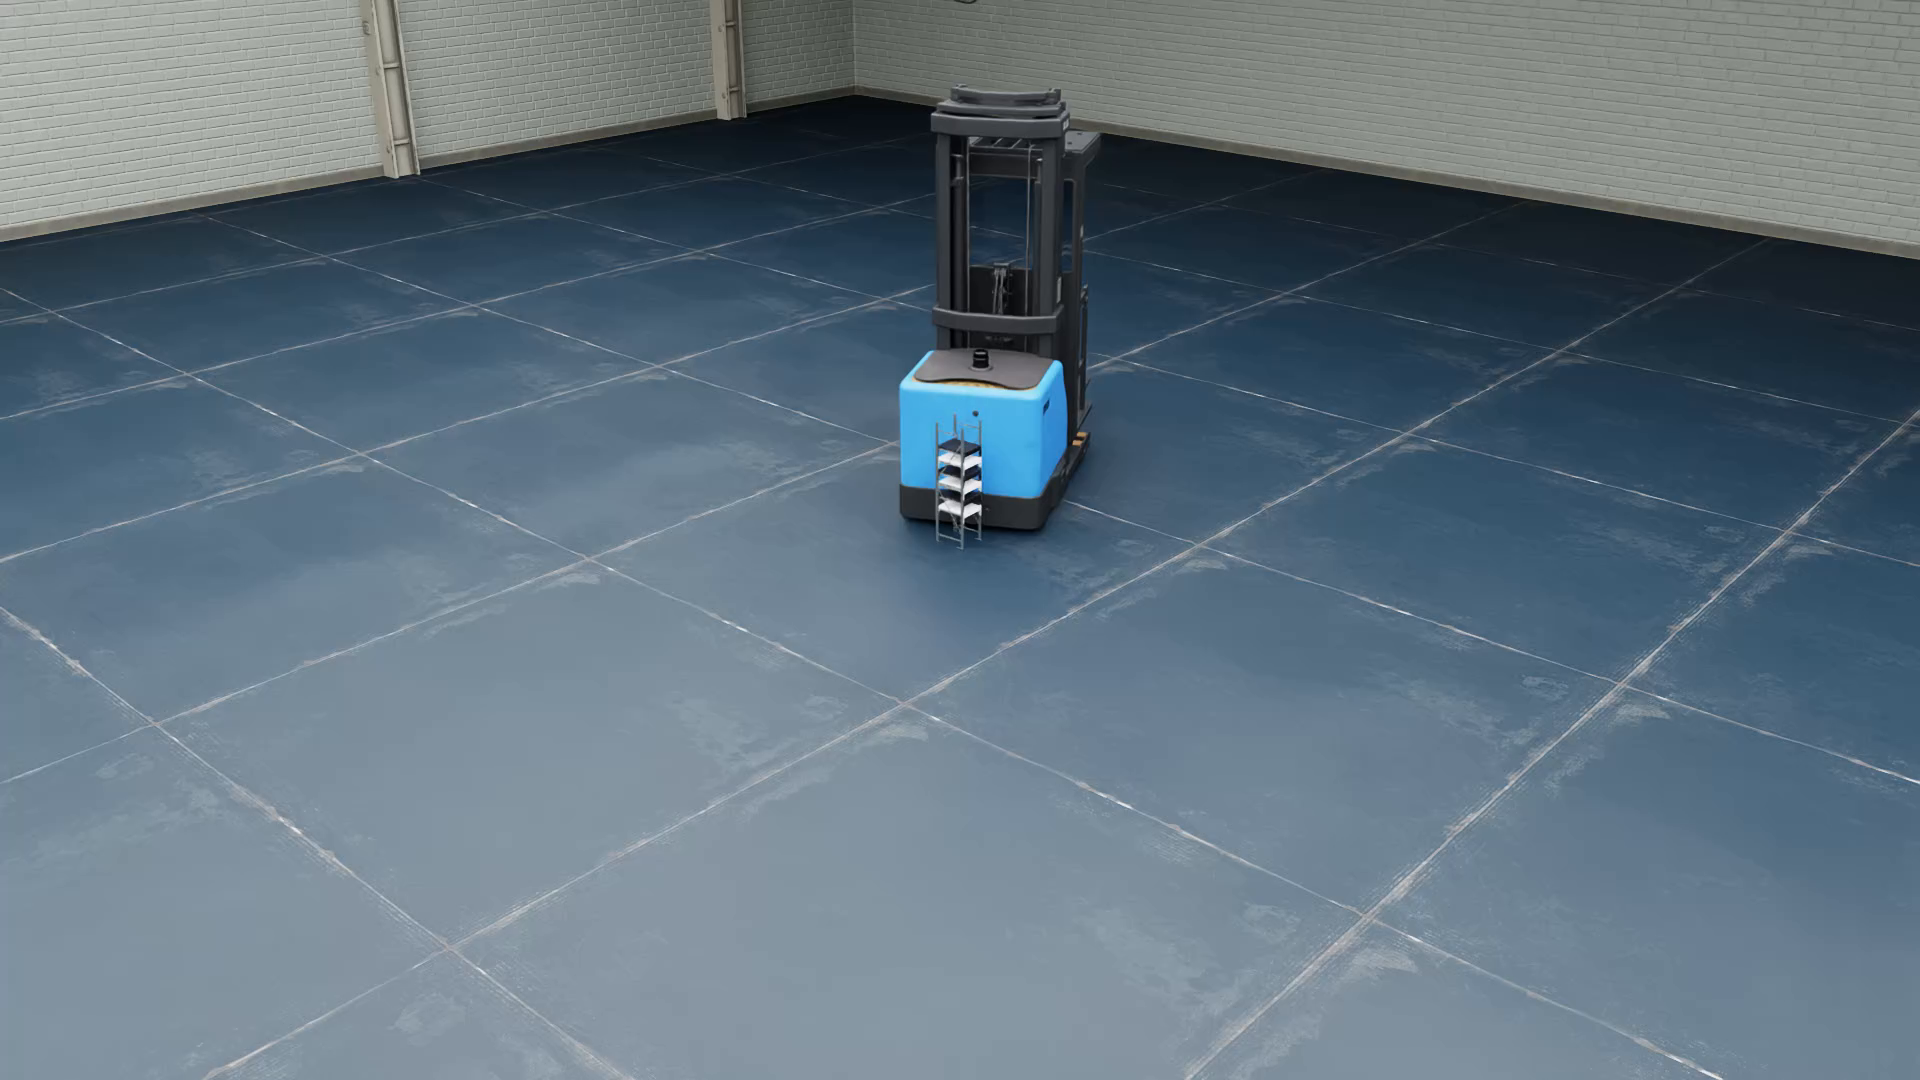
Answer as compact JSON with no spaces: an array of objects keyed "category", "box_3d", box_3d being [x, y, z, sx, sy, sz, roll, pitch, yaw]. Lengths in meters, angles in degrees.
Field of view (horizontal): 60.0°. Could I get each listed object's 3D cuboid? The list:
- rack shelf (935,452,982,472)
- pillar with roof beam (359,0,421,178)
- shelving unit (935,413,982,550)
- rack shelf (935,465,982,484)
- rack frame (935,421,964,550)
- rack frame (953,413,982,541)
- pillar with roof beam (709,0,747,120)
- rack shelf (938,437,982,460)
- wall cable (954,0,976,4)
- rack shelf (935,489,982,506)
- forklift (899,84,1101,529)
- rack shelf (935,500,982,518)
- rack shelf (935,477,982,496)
[{"category":"rack shelf","box_3d":[-0.010,-0.537,11.488,0.258,0.077,0.200,17,29,33]},{"category":"pillar with roof beam","box_3d":[-4.523,-7.992,18.576,9.100,9.000,0.400,20,31,38]},{"category":"shelving unit","box_3d":[-0.010,-0.403,11.549,0.258,0.900,0.210,17,29,33]},{"category":"rack shelf","box_3d":[-0.010,-0.455,11.525,0.258,0.077,0.200,17,29,33]},{"category":"rack frame","box_3d":[-0.072,-0.370,11.475,0.240,0.900,0.006,17,29,33]},{"category":"rack frame","box_3d":[0.051,-0.436,11.622,0.240,0.900,0.006,17,29,33]},{"category":"pillar with roof beam","box_3d":[-0.518,-9.820,22.653,9.100,9.000,0.400,20,31,38]},{"category":"rack shelf","box_3d":[-0.010,-0.619,11.451,0.258,0.077,0.200,17,29,33]},{"category":"wall cable","box_3d":[-0.773,-10.115,27.107,3.097,2.526,0.112,20,31,38]},{"category":"rack shelf","box_3d":[-0.011,-0.291,11.599,0.258,0.077,0.200,17,29,33]},{"category":"forklift","box_3d":[0.422,-1.989,12.603,1.130,2.935,3.031,6,25,13]},{"category":"rack shelf","box_3d":[-0.011,-0.209,11.636,0.258,0.077,0.200,17,29,33]},{"category":"rack shelf","box_3d":[-0.010,-0.373,11.562,0.258,0.077,0.200,17,29,33]}]
